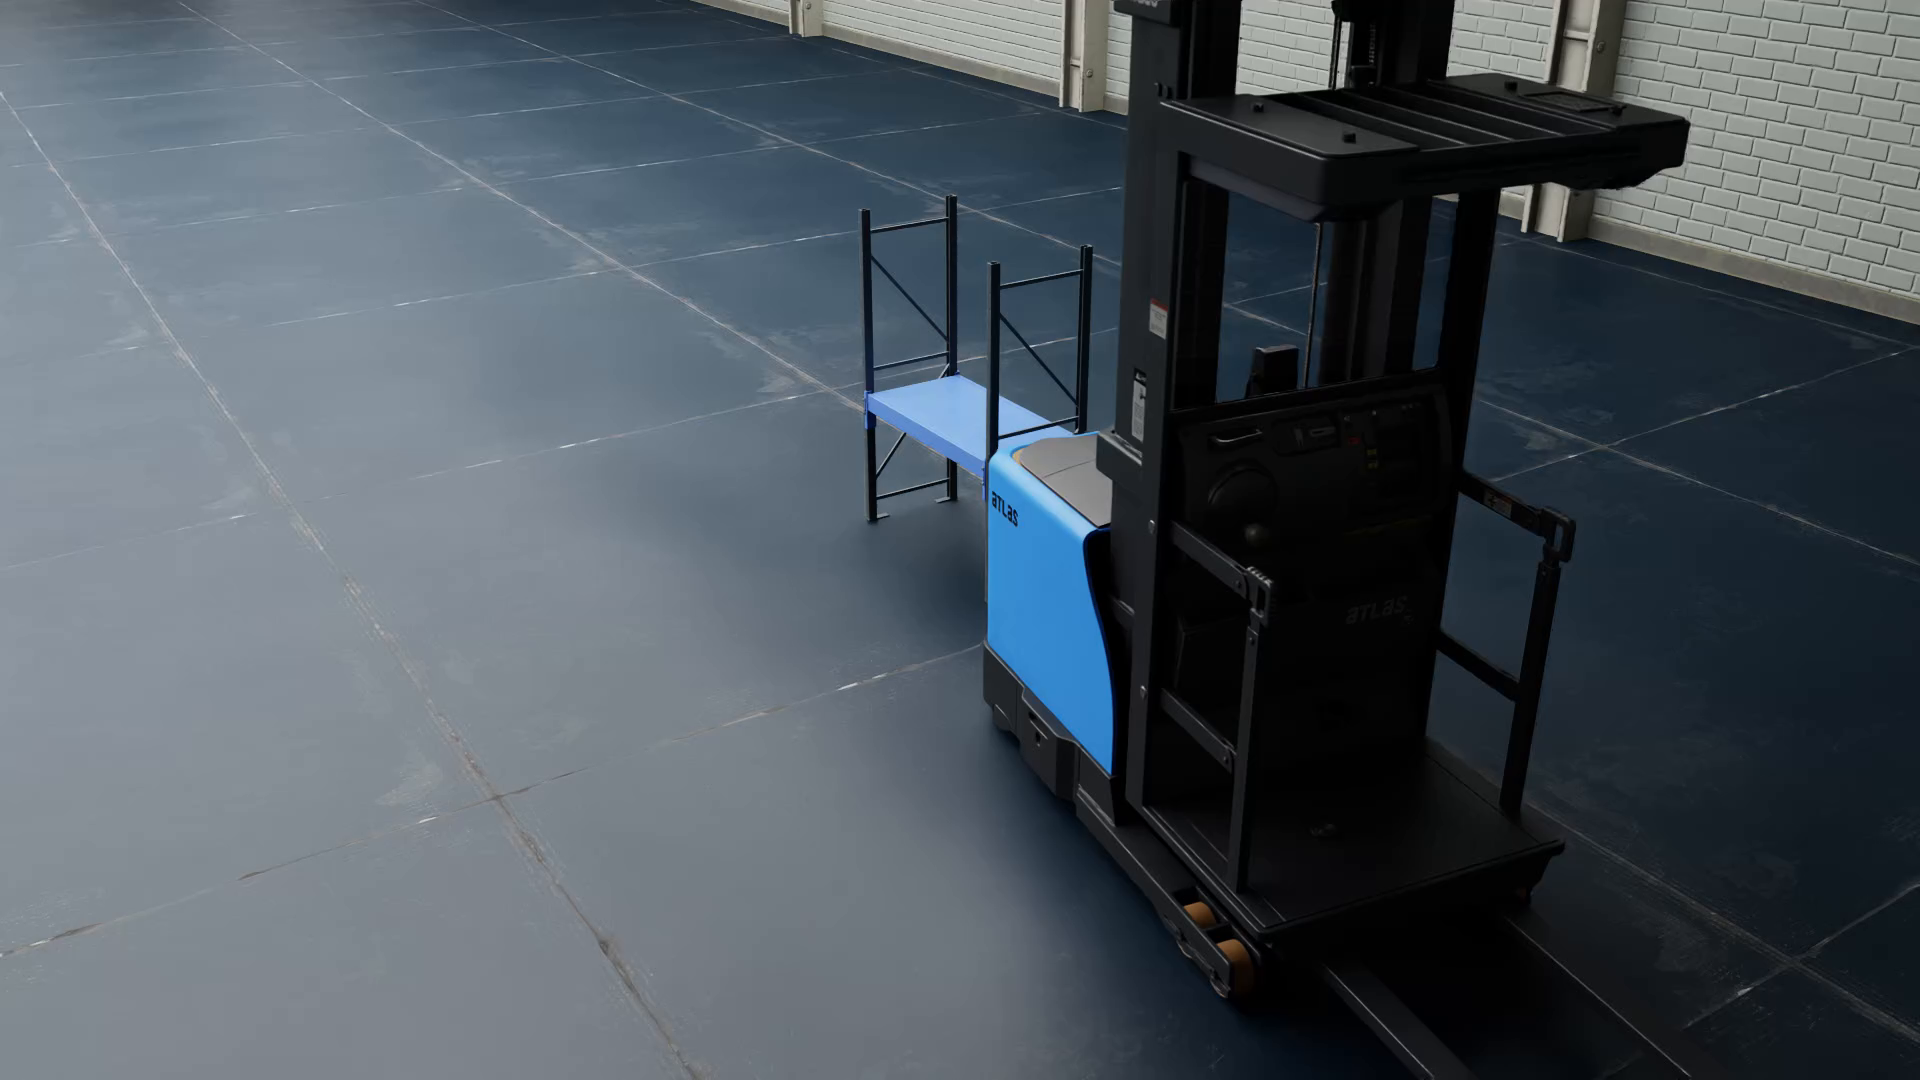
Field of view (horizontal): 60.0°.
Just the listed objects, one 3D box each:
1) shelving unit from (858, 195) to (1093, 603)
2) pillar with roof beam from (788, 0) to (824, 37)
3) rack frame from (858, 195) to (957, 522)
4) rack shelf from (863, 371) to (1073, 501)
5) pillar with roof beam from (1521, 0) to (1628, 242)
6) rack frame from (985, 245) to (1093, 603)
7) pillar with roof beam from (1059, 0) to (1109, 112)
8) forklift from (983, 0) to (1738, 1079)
[{"bbox_3d":[0.047,-0.648,7.365,0.538,1.500,1.048,-16,29,-30],"label":"shelving unit"},{"bbox_3d":[-5.614,-9.699,17.754,9.100,9.000,0.400,-16,29,-30],"label":"pillar with roof beam"},{"bbox_3d":[-0.231,-0.830,7.750,0.500,1.500,0.032,-16,29,-30],"label":"rack frame"},{"bbox_3d":[0.047,-0.485,7.442,0.538,0.185,1.000,-16,29,-30],"label":"rack shelf"},{"bbox_3d":[0.937,-5.407,8.662,9.100,9.000,0.400,-16,29,-30],"label":"pillar with roof beam"},{"bbox_3d":[0.324,-0.466,6.980,0.500,1.500,0.032,-16,29,-30],"label":"rack frame"},{"bbox_3d":[-2.338,-7.553,13.208,9.100,9.000,0.400,-16,29,-30],"label":"pillar with roof beam"},{"bbox_3d":[1.141,-0.188,4.716,1.130,2.935,3.031,-11,27,-21],"label":"forklift"}]
